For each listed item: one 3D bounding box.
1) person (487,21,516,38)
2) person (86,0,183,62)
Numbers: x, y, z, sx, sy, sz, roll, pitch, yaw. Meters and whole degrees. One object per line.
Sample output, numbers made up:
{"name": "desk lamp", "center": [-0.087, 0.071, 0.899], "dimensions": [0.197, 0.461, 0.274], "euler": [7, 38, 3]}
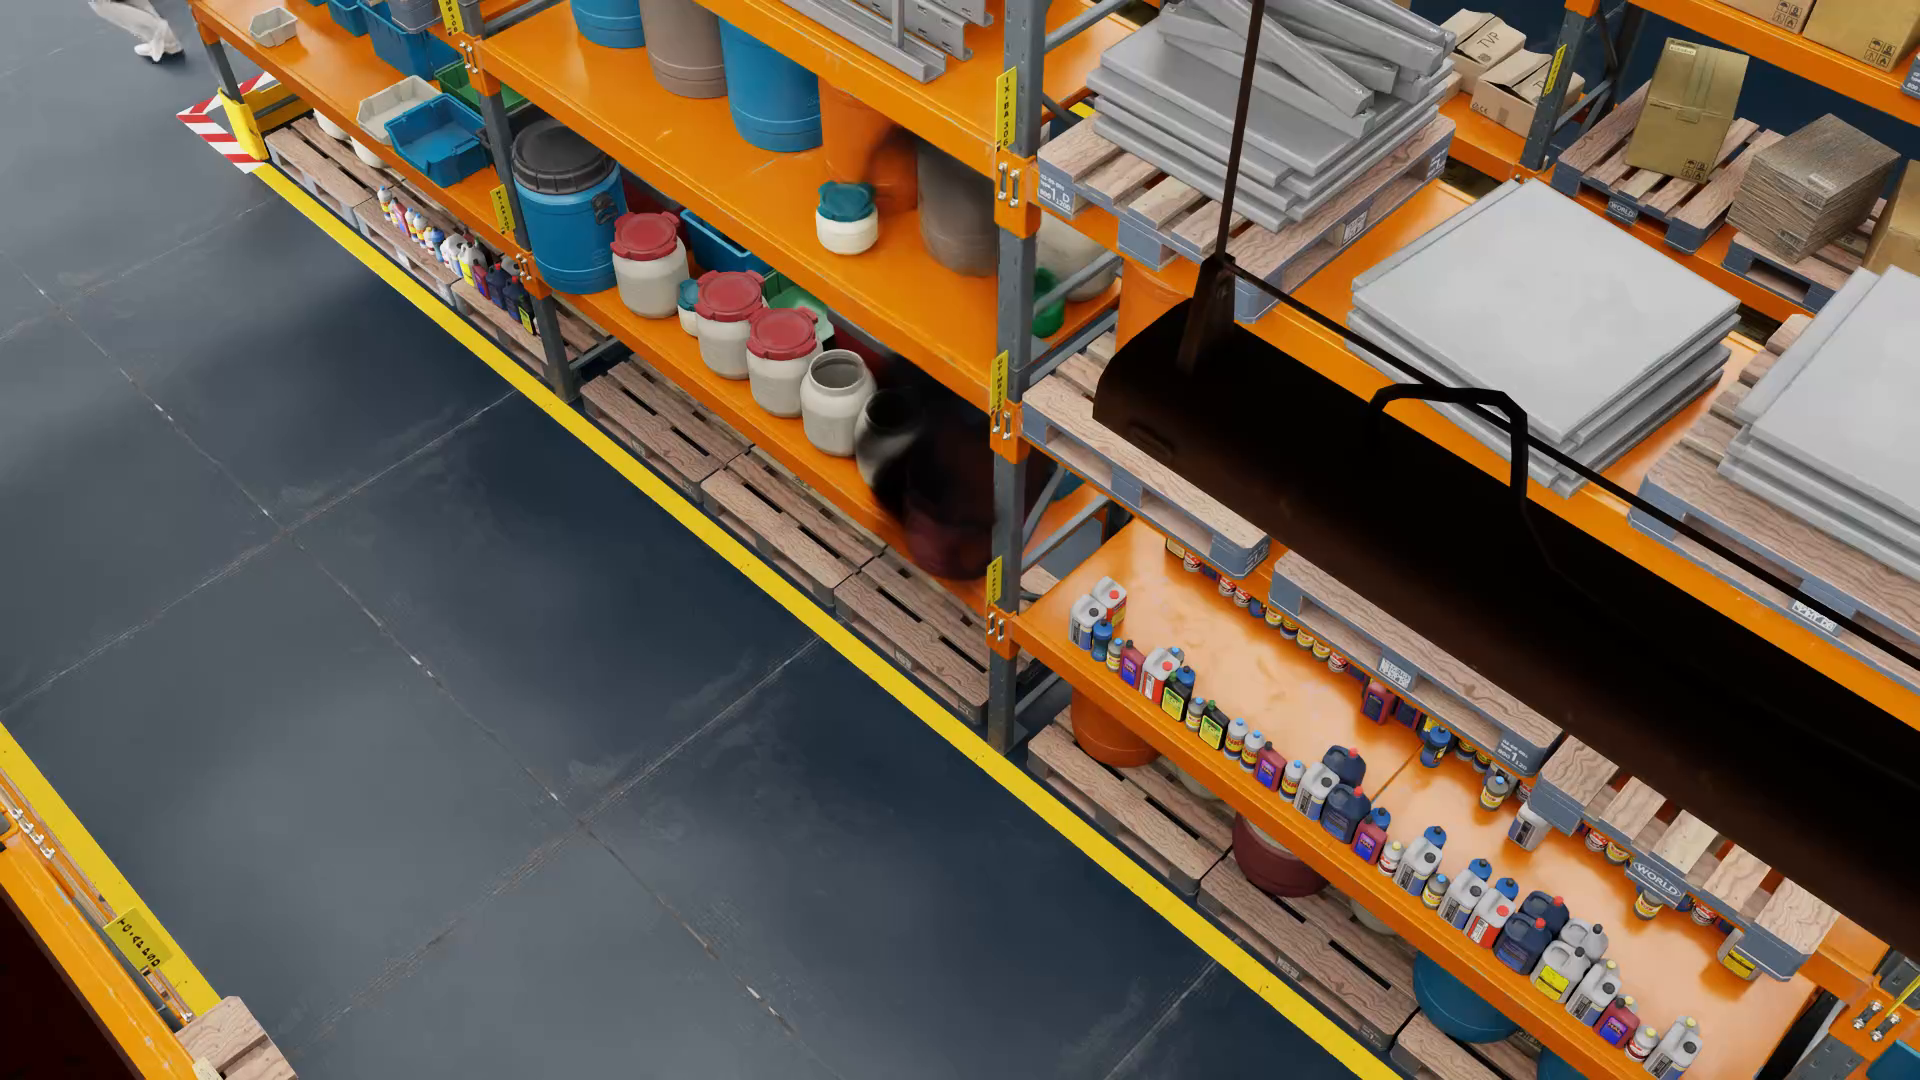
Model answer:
{"name": "person", "center": [-3.715, -4.313, 12.857], "dimensions": [0.884, 1.781, 0.660], "euler": [29, 56, 22]}
{"name": "person", "center": [-6.757, -4.598, 13.098], "dimensions": [0.642, 1.743, 0.684], "euler": [-10, 51, -8]}
